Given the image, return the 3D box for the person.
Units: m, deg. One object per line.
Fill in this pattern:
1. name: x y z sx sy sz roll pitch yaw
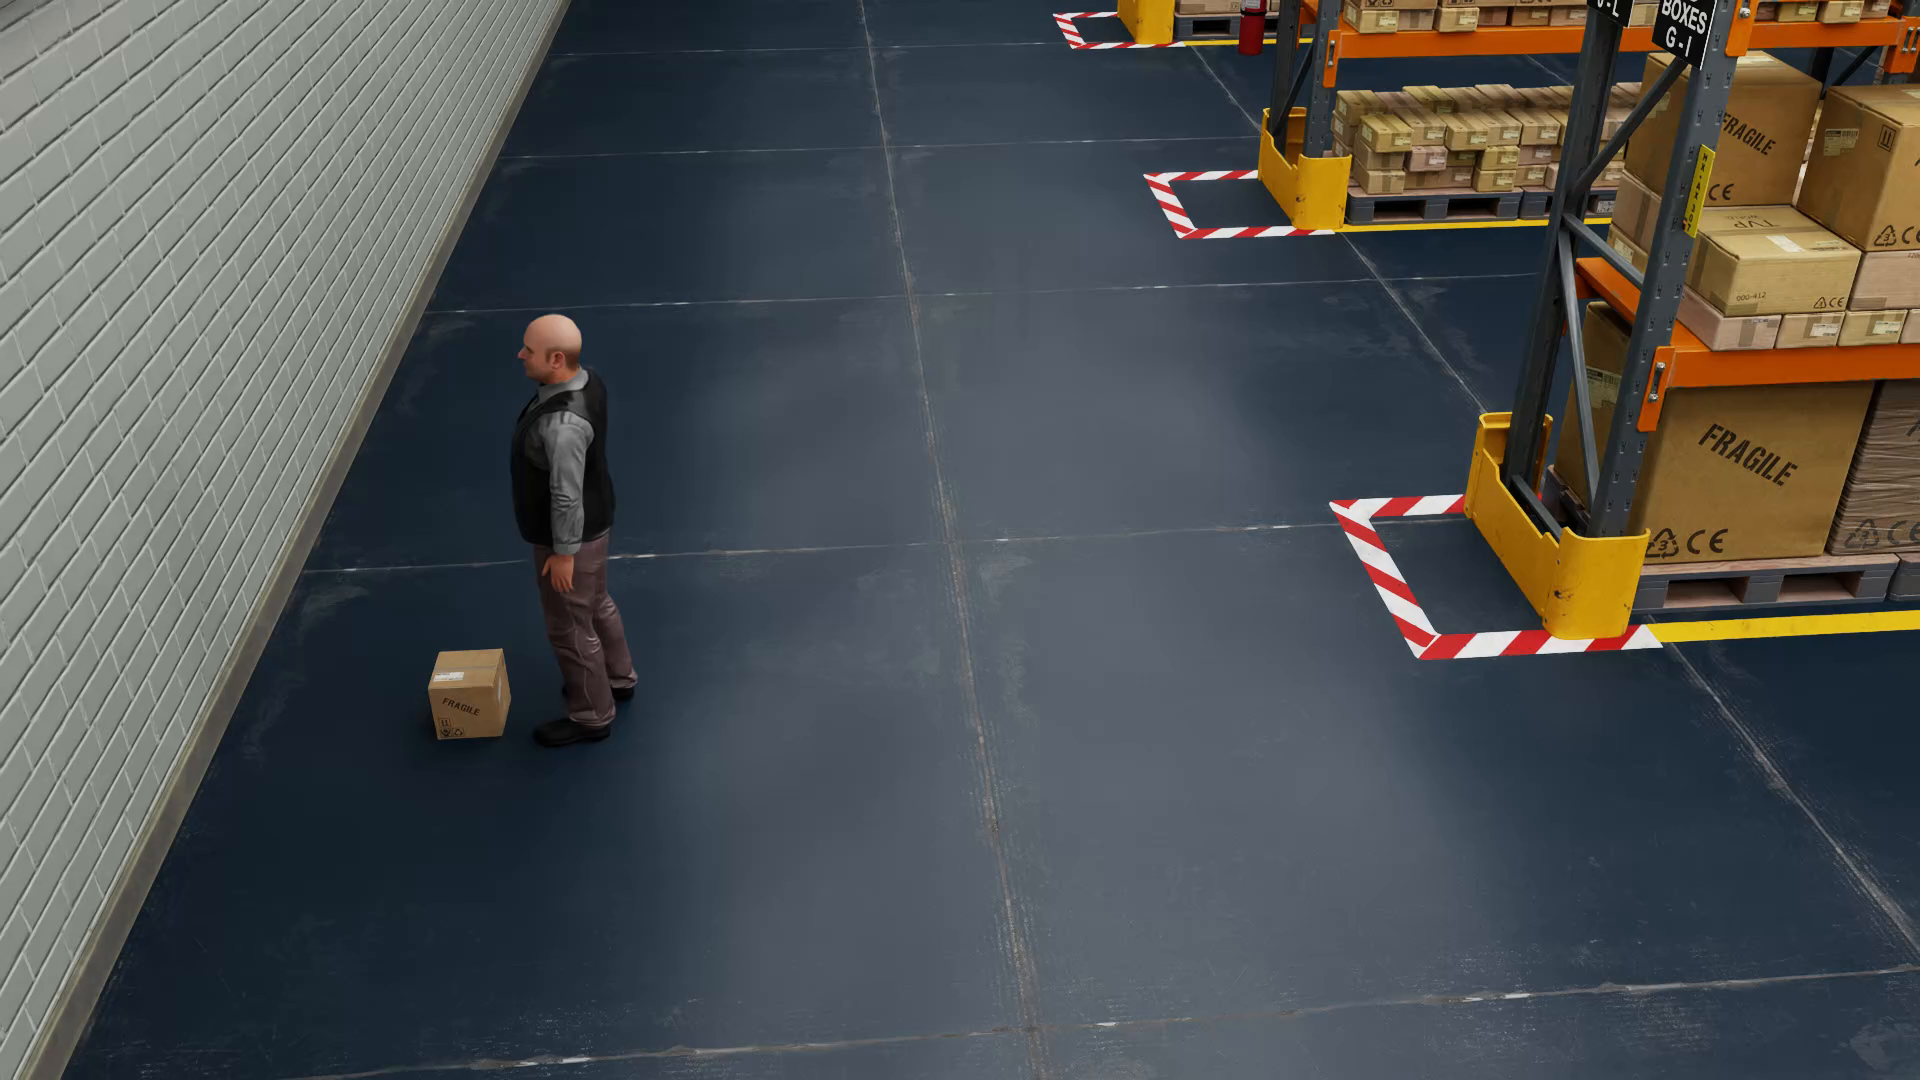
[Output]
1. person: -1.480 -0.030 6.215 0.405 1.734 0.545 -2 31 -3
